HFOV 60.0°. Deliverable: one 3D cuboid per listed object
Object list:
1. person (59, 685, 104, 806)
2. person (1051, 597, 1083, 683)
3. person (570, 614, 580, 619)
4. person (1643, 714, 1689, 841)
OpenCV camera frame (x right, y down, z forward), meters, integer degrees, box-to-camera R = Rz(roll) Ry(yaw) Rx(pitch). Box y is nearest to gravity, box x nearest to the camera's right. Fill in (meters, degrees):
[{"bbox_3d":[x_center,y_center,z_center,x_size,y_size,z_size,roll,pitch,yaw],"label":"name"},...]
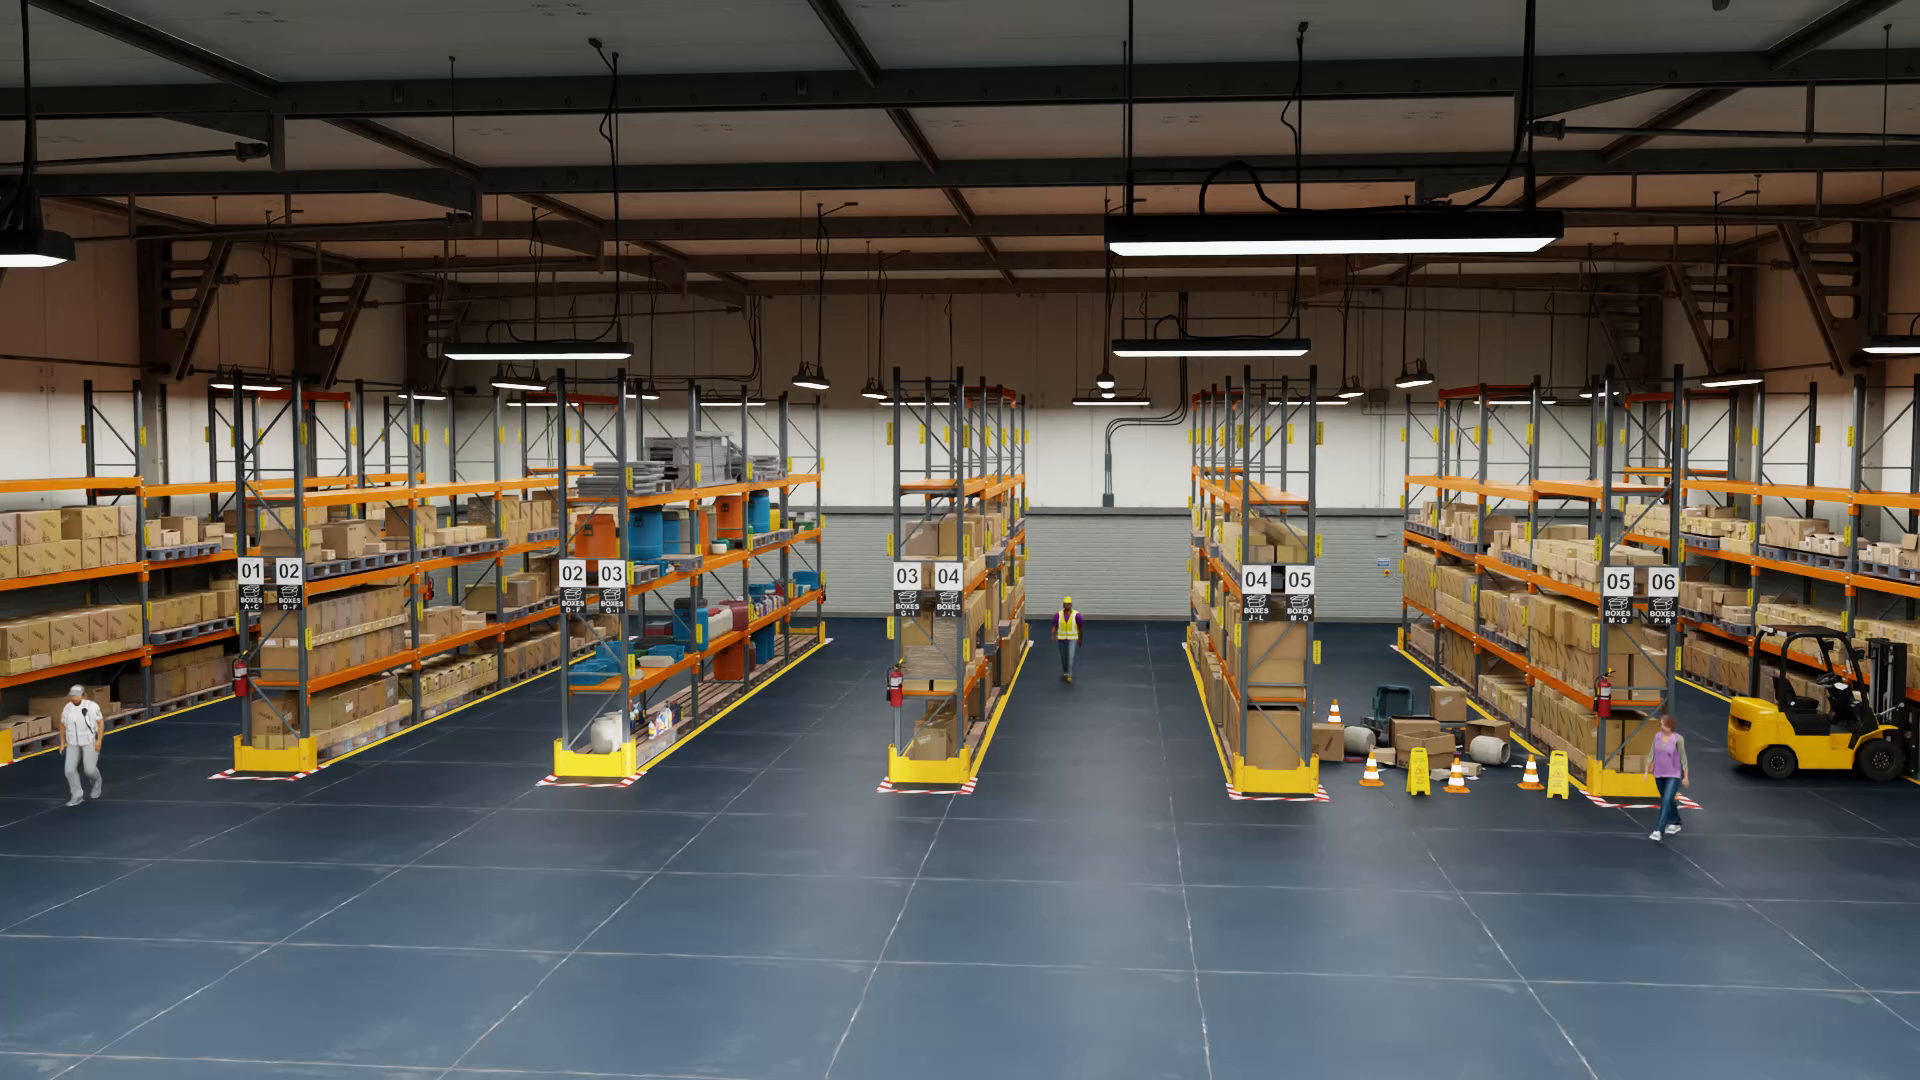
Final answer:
[{"bbox_3d":[-11.997,2.781,22.743,0.571,1.647,0.572,0,4,-3],"label":"person"},{"bbox_3d":[2.178,2.019,33.924,0.636,1.705,1.077,1,4,9],"label":"person"},{"bbox_3d":[-9.985,1.516,42.883,0.868,1.617,0.445,2,4,26],"label":"person"},{"bbox_3d":[8.730,2.931,20.638,0.979,1.540,0.442,-2,4,-34],"label":"person"}]
